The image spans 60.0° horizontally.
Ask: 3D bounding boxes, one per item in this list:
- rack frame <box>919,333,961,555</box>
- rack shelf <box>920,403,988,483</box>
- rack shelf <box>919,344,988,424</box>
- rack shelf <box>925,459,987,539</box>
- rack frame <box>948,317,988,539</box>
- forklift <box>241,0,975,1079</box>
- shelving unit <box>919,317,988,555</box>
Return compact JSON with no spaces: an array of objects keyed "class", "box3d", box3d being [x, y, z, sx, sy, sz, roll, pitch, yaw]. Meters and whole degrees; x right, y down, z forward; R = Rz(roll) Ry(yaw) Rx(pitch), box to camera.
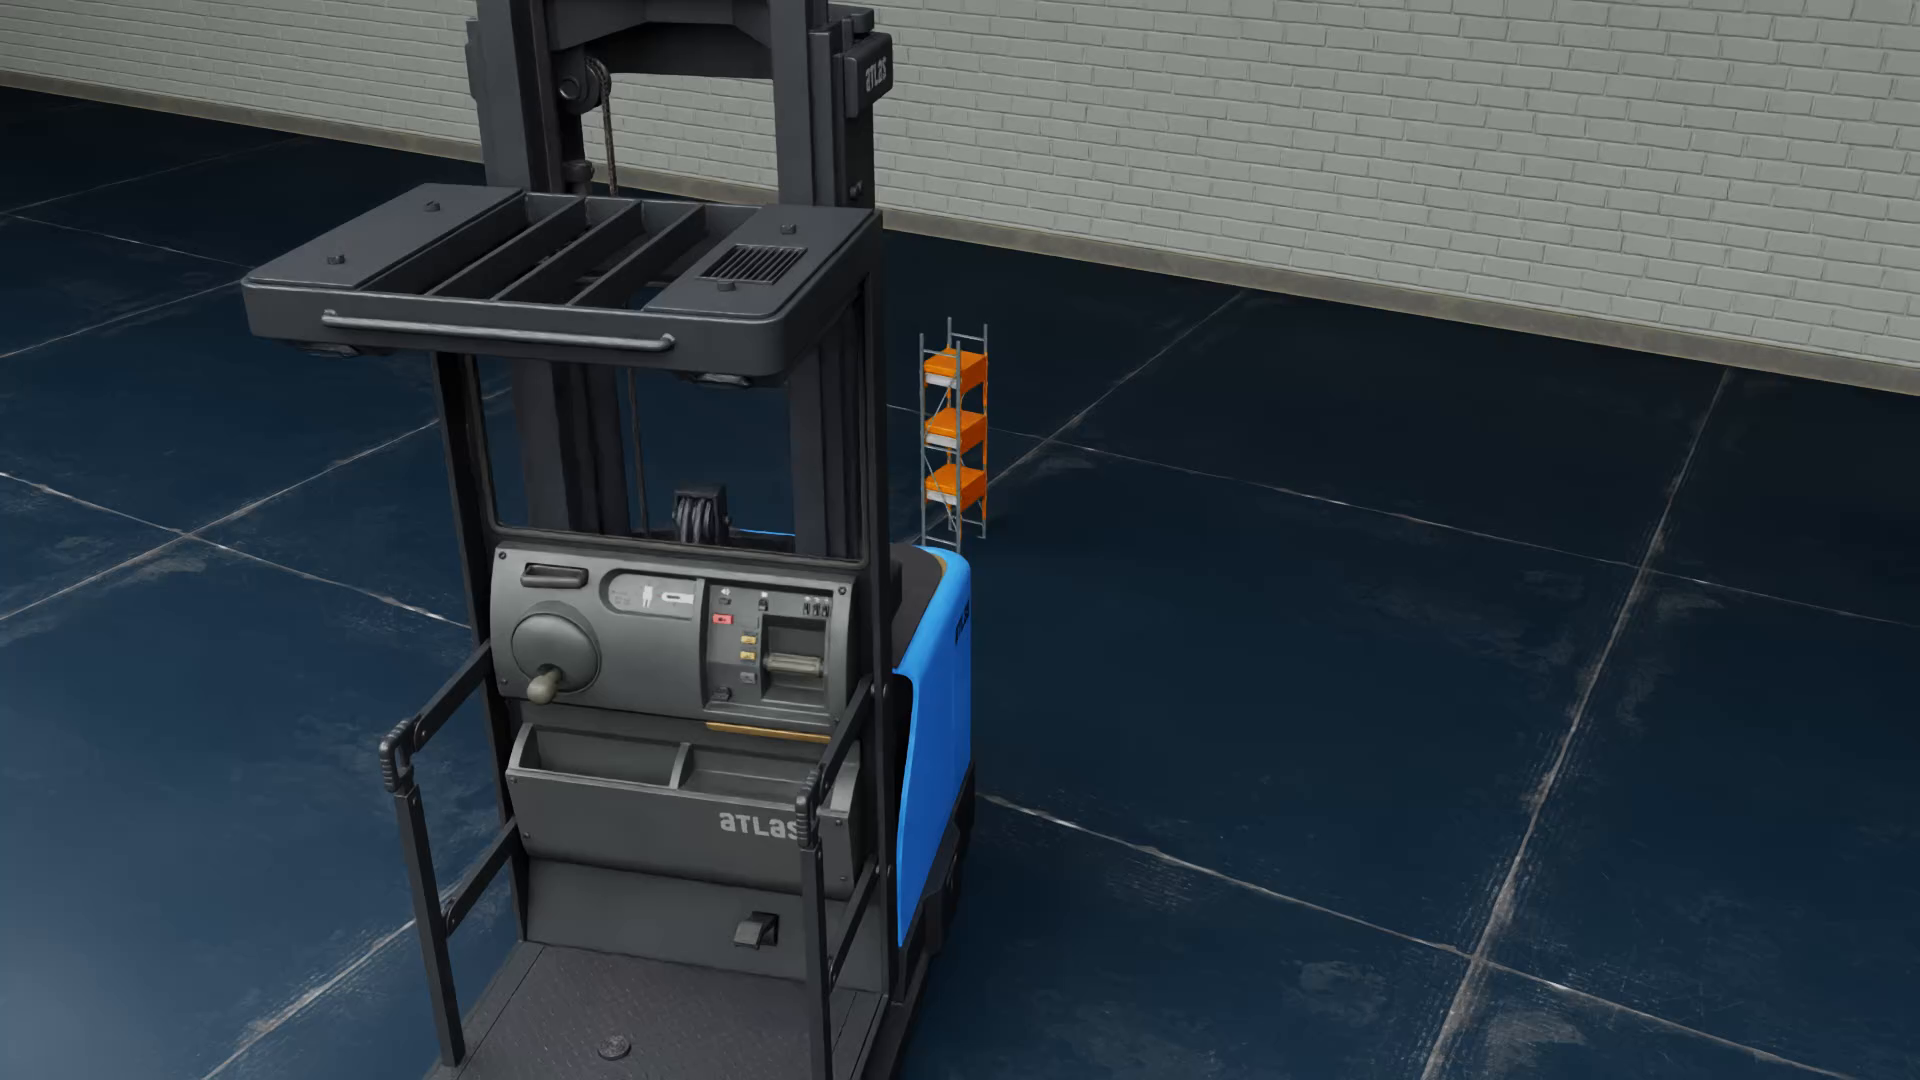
[{"class":"rack frame","box3d":[-0.086,-0.401,7.378,0.200,1.050,0.008,14,30,26]},{"class":"rack shelf","box3d":[-0.026,-0.439,7.478,0.215,0.259,0.240,14,30,26]},{"class":"rack shelf","box3d":[-0.026,-0.693,7.351,0.215,0.259,0.240,14,30,26]},{"class":"rack shelf","box3d":[-0.026,-0.191,7.602,0.215,0.259,0.240,14,30,26]},{"class":"rack frame","box3d":[0.034,-0.496,7.568,0.200,1.050,0.008,14,30,26]},{"class":"forklift","box3d":[-0.762,0.278,3.920,1.130,2.935,3.031,5,27,11]},{"class":"shelving unit","box3d":[-0.026,-0.449,7.473,0.215,1.050,0.252,14,30,26]}]
